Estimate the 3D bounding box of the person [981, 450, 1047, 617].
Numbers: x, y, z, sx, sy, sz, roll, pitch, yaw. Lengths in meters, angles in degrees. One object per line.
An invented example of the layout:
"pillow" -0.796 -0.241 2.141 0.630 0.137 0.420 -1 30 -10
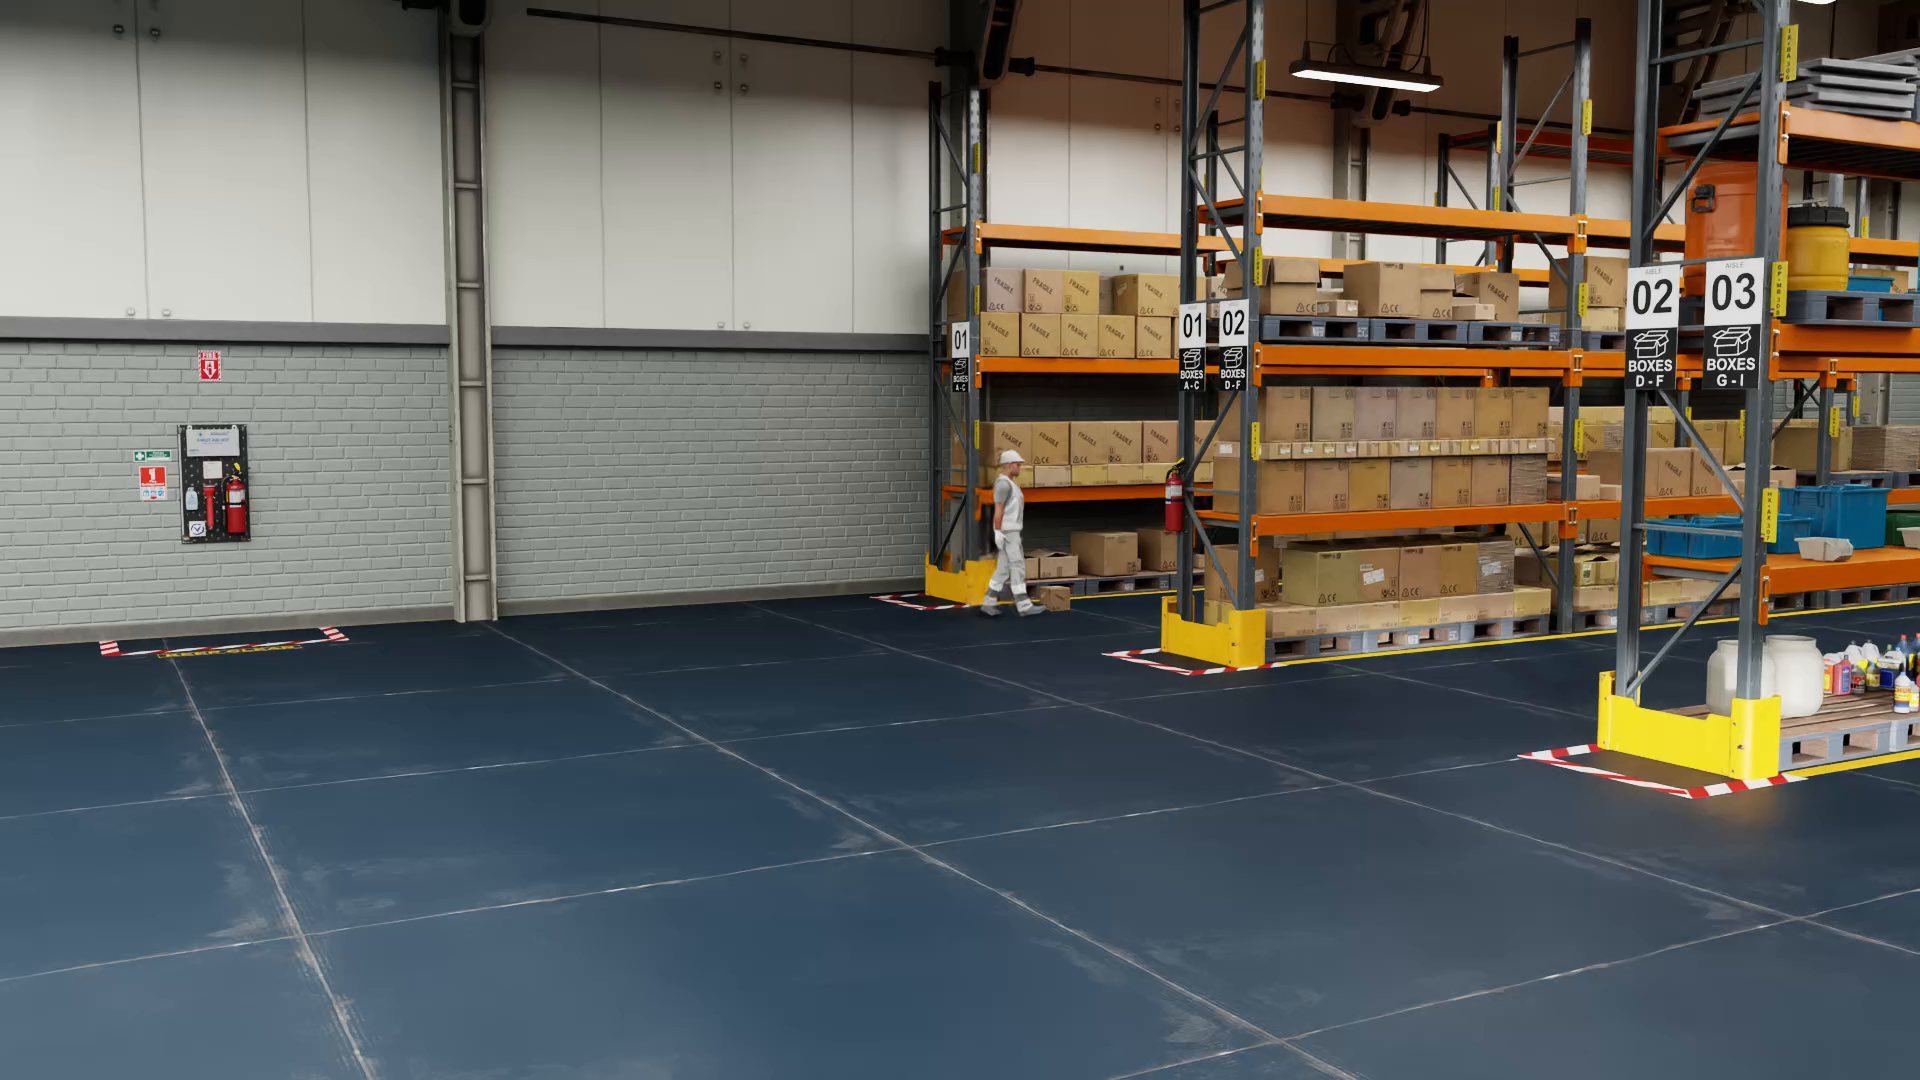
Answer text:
"person" 0.575 -0.070 17.863 0.723 1.781 0.564 1 5 9
